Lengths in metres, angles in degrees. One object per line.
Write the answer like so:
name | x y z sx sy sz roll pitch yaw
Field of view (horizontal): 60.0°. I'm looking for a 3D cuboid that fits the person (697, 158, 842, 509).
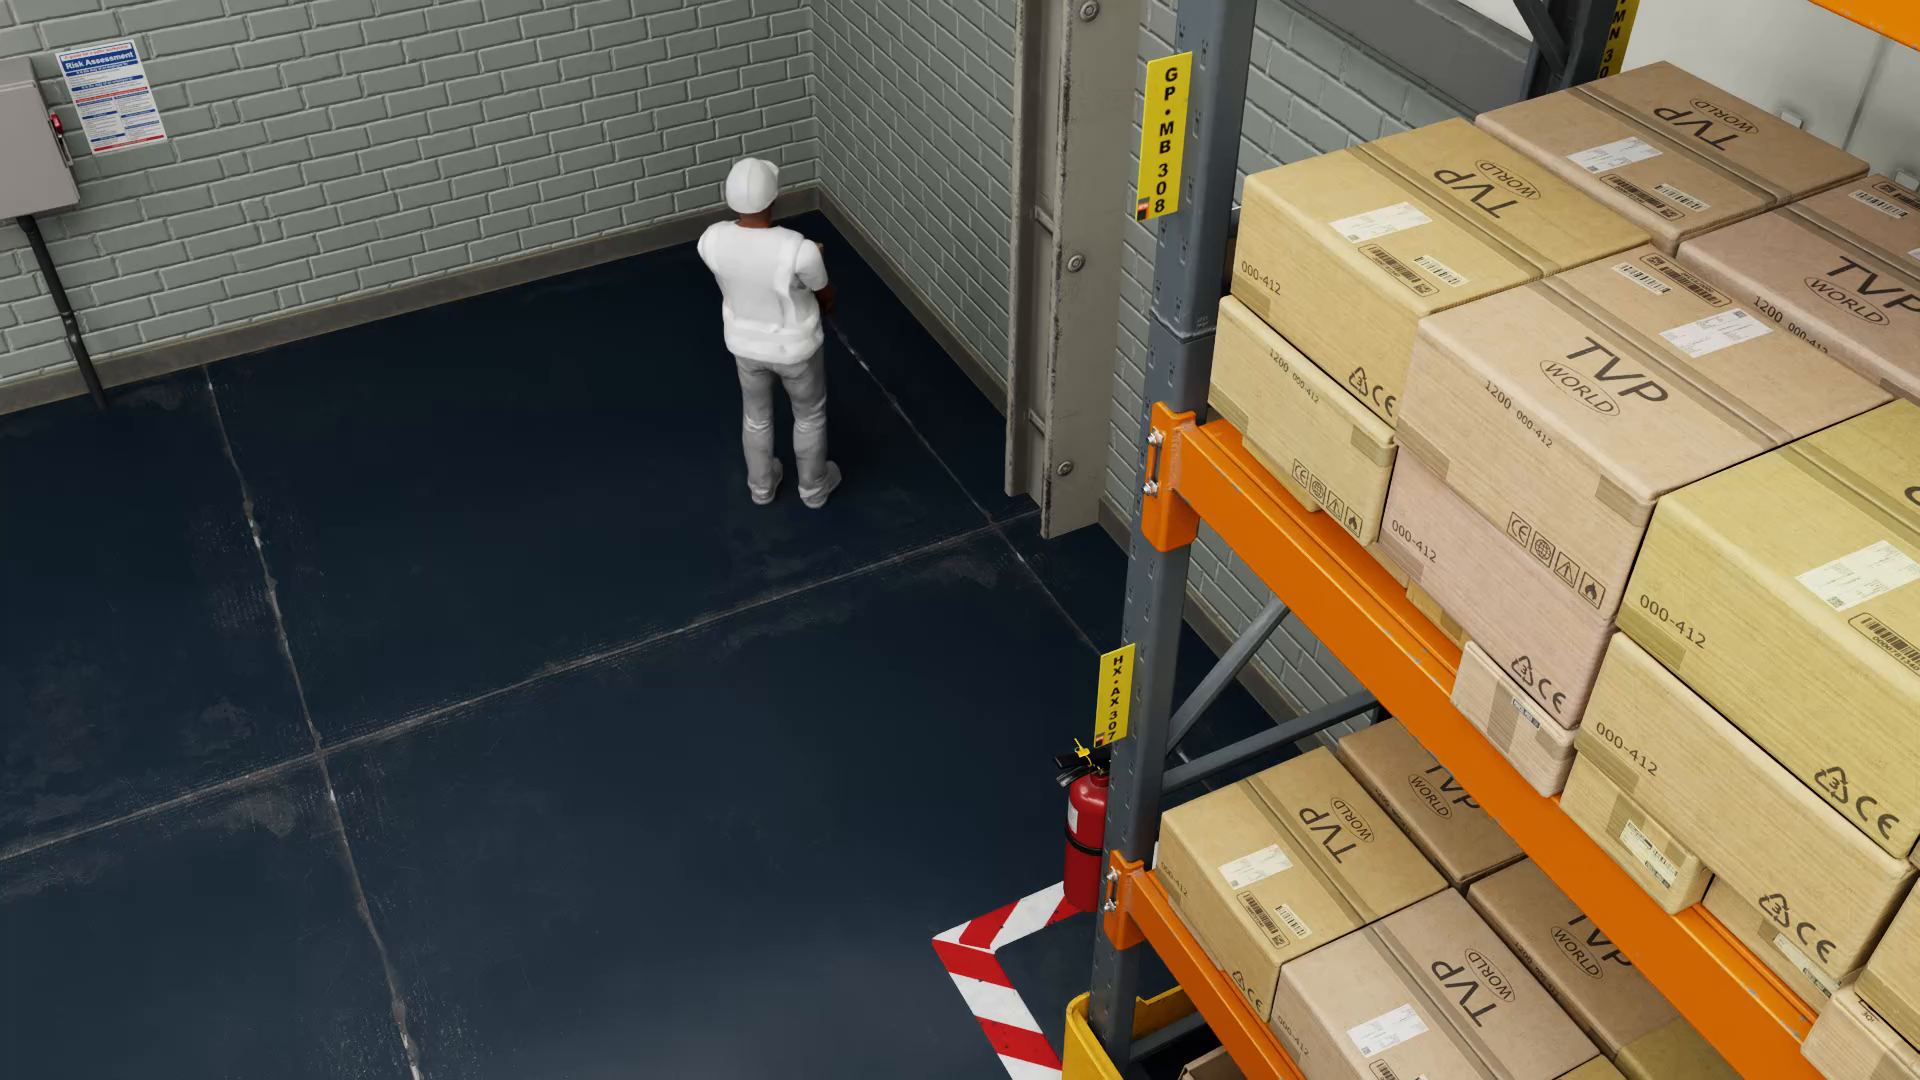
person | -0.773 -0.909 7.184 0.513 1.769 0.573 11 42 12
